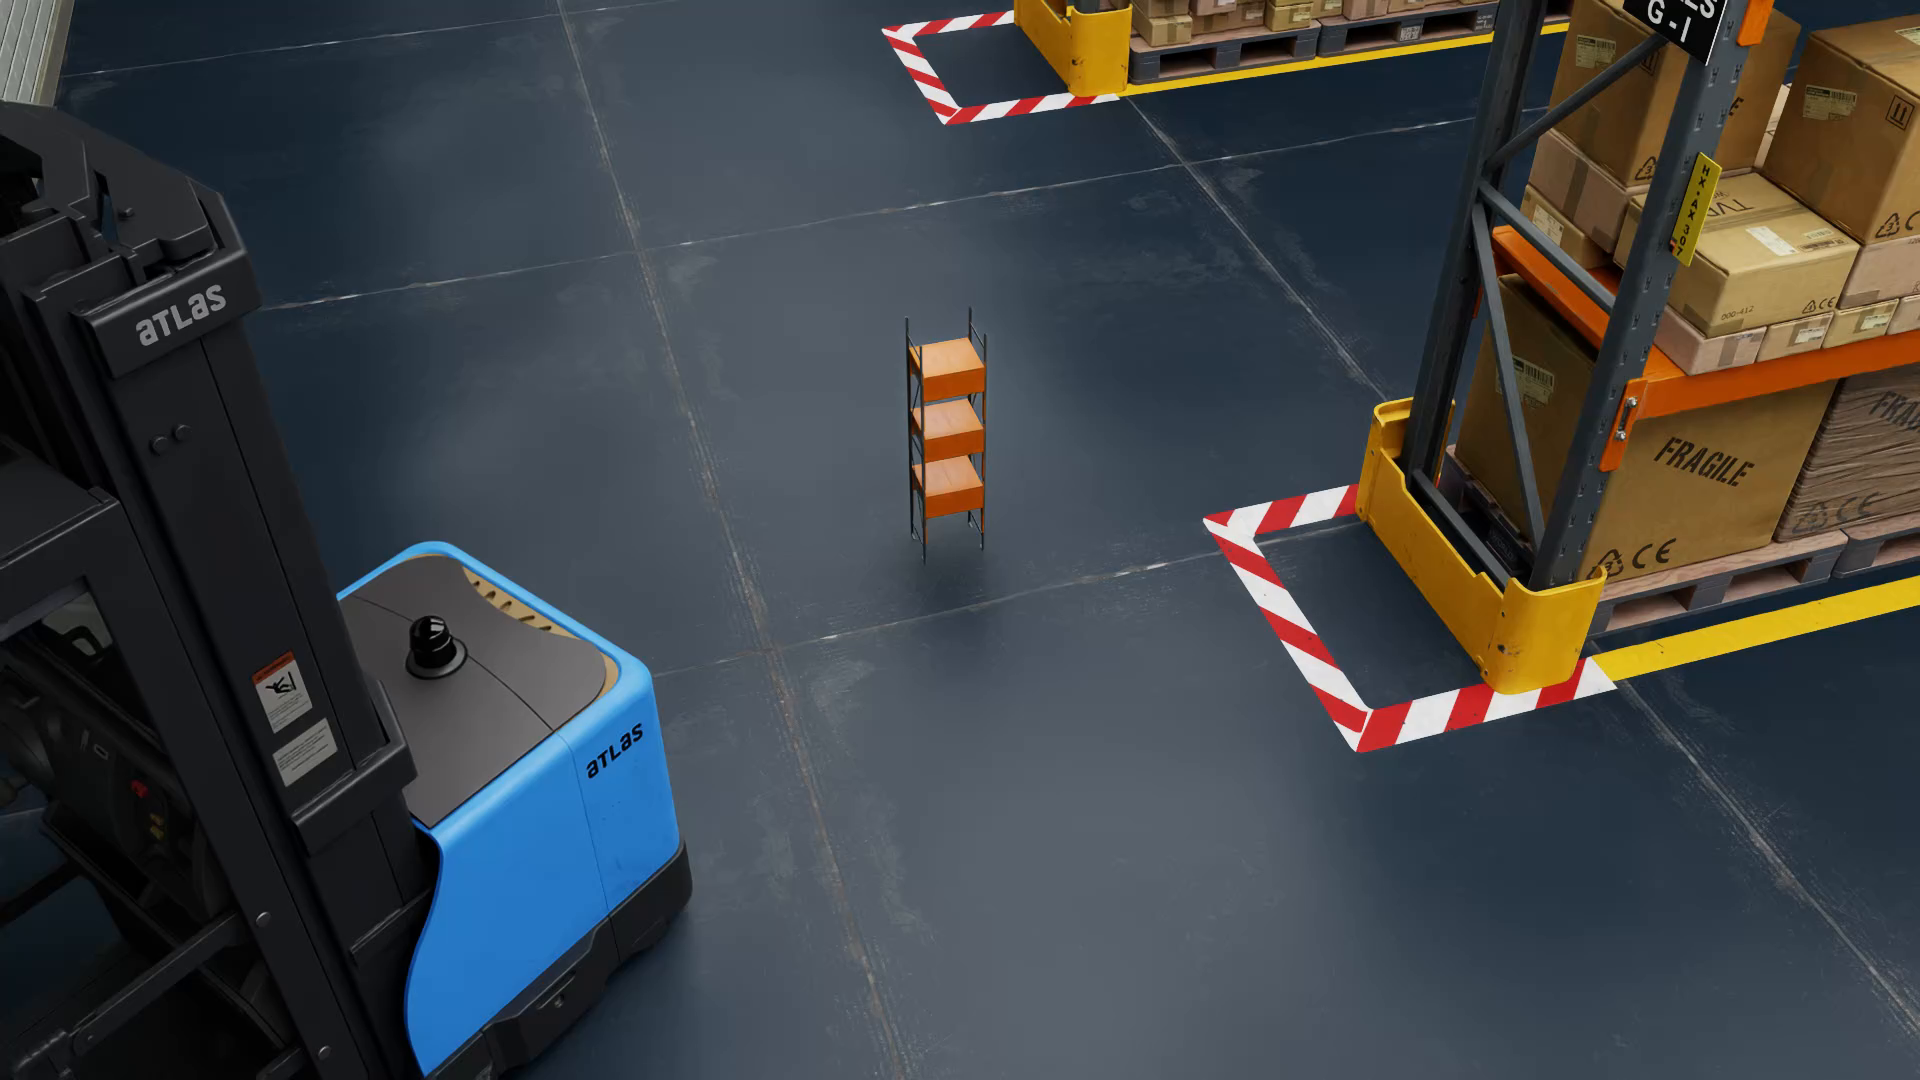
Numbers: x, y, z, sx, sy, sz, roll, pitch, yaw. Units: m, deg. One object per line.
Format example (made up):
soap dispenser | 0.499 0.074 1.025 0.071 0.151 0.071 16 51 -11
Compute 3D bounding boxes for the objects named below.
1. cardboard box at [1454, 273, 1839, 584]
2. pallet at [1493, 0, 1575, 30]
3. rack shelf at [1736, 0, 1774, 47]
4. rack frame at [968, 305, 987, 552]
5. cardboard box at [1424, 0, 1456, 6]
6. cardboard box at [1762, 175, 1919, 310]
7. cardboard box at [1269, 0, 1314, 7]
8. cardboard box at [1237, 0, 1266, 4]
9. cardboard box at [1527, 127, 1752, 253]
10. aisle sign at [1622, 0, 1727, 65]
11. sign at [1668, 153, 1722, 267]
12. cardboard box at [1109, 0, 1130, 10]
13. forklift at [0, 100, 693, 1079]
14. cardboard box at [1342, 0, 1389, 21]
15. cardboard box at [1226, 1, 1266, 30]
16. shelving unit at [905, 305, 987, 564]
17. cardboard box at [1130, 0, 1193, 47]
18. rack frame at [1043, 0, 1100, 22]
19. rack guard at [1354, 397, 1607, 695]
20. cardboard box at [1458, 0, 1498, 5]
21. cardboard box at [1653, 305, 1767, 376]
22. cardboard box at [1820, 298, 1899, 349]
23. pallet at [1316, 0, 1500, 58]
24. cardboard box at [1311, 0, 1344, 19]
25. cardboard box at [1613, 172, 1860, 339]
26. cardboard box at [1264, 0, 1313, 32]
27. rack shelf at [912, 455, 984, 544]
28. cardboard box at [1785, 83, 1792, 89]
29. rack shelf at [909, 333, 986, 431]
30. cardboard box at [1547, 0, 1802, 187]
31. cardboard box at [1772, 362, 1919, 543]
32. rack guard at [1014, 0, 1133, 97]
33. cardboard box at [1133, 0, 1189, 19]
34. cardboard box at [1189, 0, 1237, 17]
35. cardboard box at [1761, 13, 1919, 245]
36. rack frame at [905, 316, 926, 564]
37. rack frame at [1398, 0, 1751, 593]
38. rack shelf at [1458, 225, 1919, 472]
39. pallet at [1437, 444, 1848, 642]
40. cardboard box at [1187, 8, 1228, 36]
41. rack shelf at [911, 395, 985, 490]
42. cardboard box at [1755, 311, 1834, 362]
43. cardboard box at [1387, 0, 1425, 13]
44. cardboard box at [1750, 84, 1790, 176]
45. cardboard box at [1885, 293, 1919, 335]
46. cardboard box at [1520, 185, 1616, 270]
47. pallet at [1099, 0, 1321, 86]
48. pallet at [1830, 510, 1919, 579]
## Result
cardboard box | 2.568 -0.490 6.327 0.875 0.875 0.875 -12 42 -13
pallet | 3.773 -3.673 10.794 1.213 0.211 1.003 -12 42 -13
rack shelf | 3.889 -2.209 5.266 4.000 0.370 1.077 -12 42 -13
rack frame | 0.065 -0.409 6.420 0.008 1.050 0.200 -12 42 -13
cardboard box | 2.875 -3.458 10.275 0.250 0.149 0.380 -11 42 -12
cardboard box | 3.014 -1.043 5.552 0.500 0.250 0.500 -12 43 -14
cardboard box | 1.927 -3.332 9.906 0.250 0.149 0.380 -10 42 -12
cardboard box | 1.650 -3.349 9.925 0.250 0.149 0.380 -11 42 -13
cardboard box | 2.364 -1.273 5.815 0.500 0.250 0.500 -12 43 -14
aisle sign | 2.003 -1.732 4.476 0.004 0.787 0.394 -12 42 -13
sign | 2.142 -0.962 4.853 0.005 0.325 0.100 -12 42 -13
cardboard box | 1.027 -3.407 10.218 0.250 0.149 0.380 -11 42 -12
forklift | -2.157 0.644 3.785 1.130 2.935 3.031 27 48 27
cardboard box | 2.399 -3.318 10.116 0.250 0.149 0.380 -14 43 -15
cardboard box | 1.644 -3.232 10.017 0.250 0.149 0.380 -11 42 -13
shelving unit | -0.051 -0.385 6.392 0.252 1.050 0.215 -12 42 -13
cardboard box | 1.184 -3.075 9.837 0.250 0.149 0.380 -11 42 -12
rack frame | 0.588 -4.088 9.149 0.127 3.000 1.000 -12 42 -13
rack guard | 1.958 -0.009 6.380 0.348 0.500 1.175 -12 42 -13
cardboard box | 3.144 -3.467 10.286 0.250 0.149 0.380 -12 43 -13
cardboard box | 2.419 -0.724 5.489 0.250 0.149 0.380 -11 42 -13
cardboard box | 2.907 -0.826 5.607 0.250 0.149 0.380 -13 43 -14
pallet | 2.607 -3.430 10.515 1.213 0.211 1.003 -12 42 -13
cardboard box | 2.135 -3.323 10.122 0.250 0.149 0.380 -12 42 -13
cardboard box | 2.520 -0.936 5.430 0.500 0.250 0.500 -13 43 -14
cardboard box | 1.920 -3.213 9.996 0.250 0.149 0.380 -11 42 -13
rack shelf | -0.051 -0.168 6.582 0.240 0.259 0.215 -12 42 -13
cardboard box | 3.333 -1.474 6.045 0.500 0.250 0.500 -13 43 -15
rack shelf | -0.051 -0.591 6.213 0.240 0.259 0.215 -12 42 -13
cardboard box | 2.367 -1.554 5.567 0.500 0.500 0.500 -11 42 -13
cardboard box | 3.436 -0.670 6.532 0.875 0.875 0.875 -12 42 -13
rack guard | 0.660 -3.161 9.989 0.348 0.500 1.175 -12 42 -13
cardboard box | 1.165 -3.227 9.785 0.250 0.149 0.380 -10 42 -11
cardboard box | 1.443 -3.246 9.807 0.250 0.149 0.380 -12 43 -13
cardboard box | 2.997 -1.317 5.296 0.500 0.500 0.500 -13 43 -14
rack frame | -0.167 -0.361 6.365 0.008 1.050 0.200 -12 42 -13
rack frame | 1.981 -0.955 5.564 0.127 3.000 1.000 -12 42 -13
rack shelf | 3.889 -1.080 6.253 4.000 0.370 1.077 -12 42 -13
pallet | 2.720 -0.112 6.718 1.213 0.211 1.003 -12 42 -13
cardboard box | 1.409 -3.178 9.956 0.250 0.149 0.380 -12 43 -13
rack shelf | -0.051 -0.377 6.399 0.240 0.259 0.215 -12 42 -13
cardboard box | 2.663 -0.775 5.548 0.250 0.149 0.380 -12 43 -14
cardboard box | 2.655 -3.389 10.197 0.250 0.149 0.380 -12 42 -13
cardboard box | 2.848 -1.373 5.929 0.500 0.250 0.500 -12 43 -14
cardboard box | 3.156 -0.878 5.666 0.250 0.149 0.380 -12 43 -14
cardboard box | 2.222 -1.138 5.963 0.250 0.149 0.380 -11 42 -12
pallet | 1.446 -3.191 10.242 1.213 0.211 1.003 -12 42 -13
pallet | 3.882 -0.351 6.991 1.213 0.211 1.003 -12 42 -13
